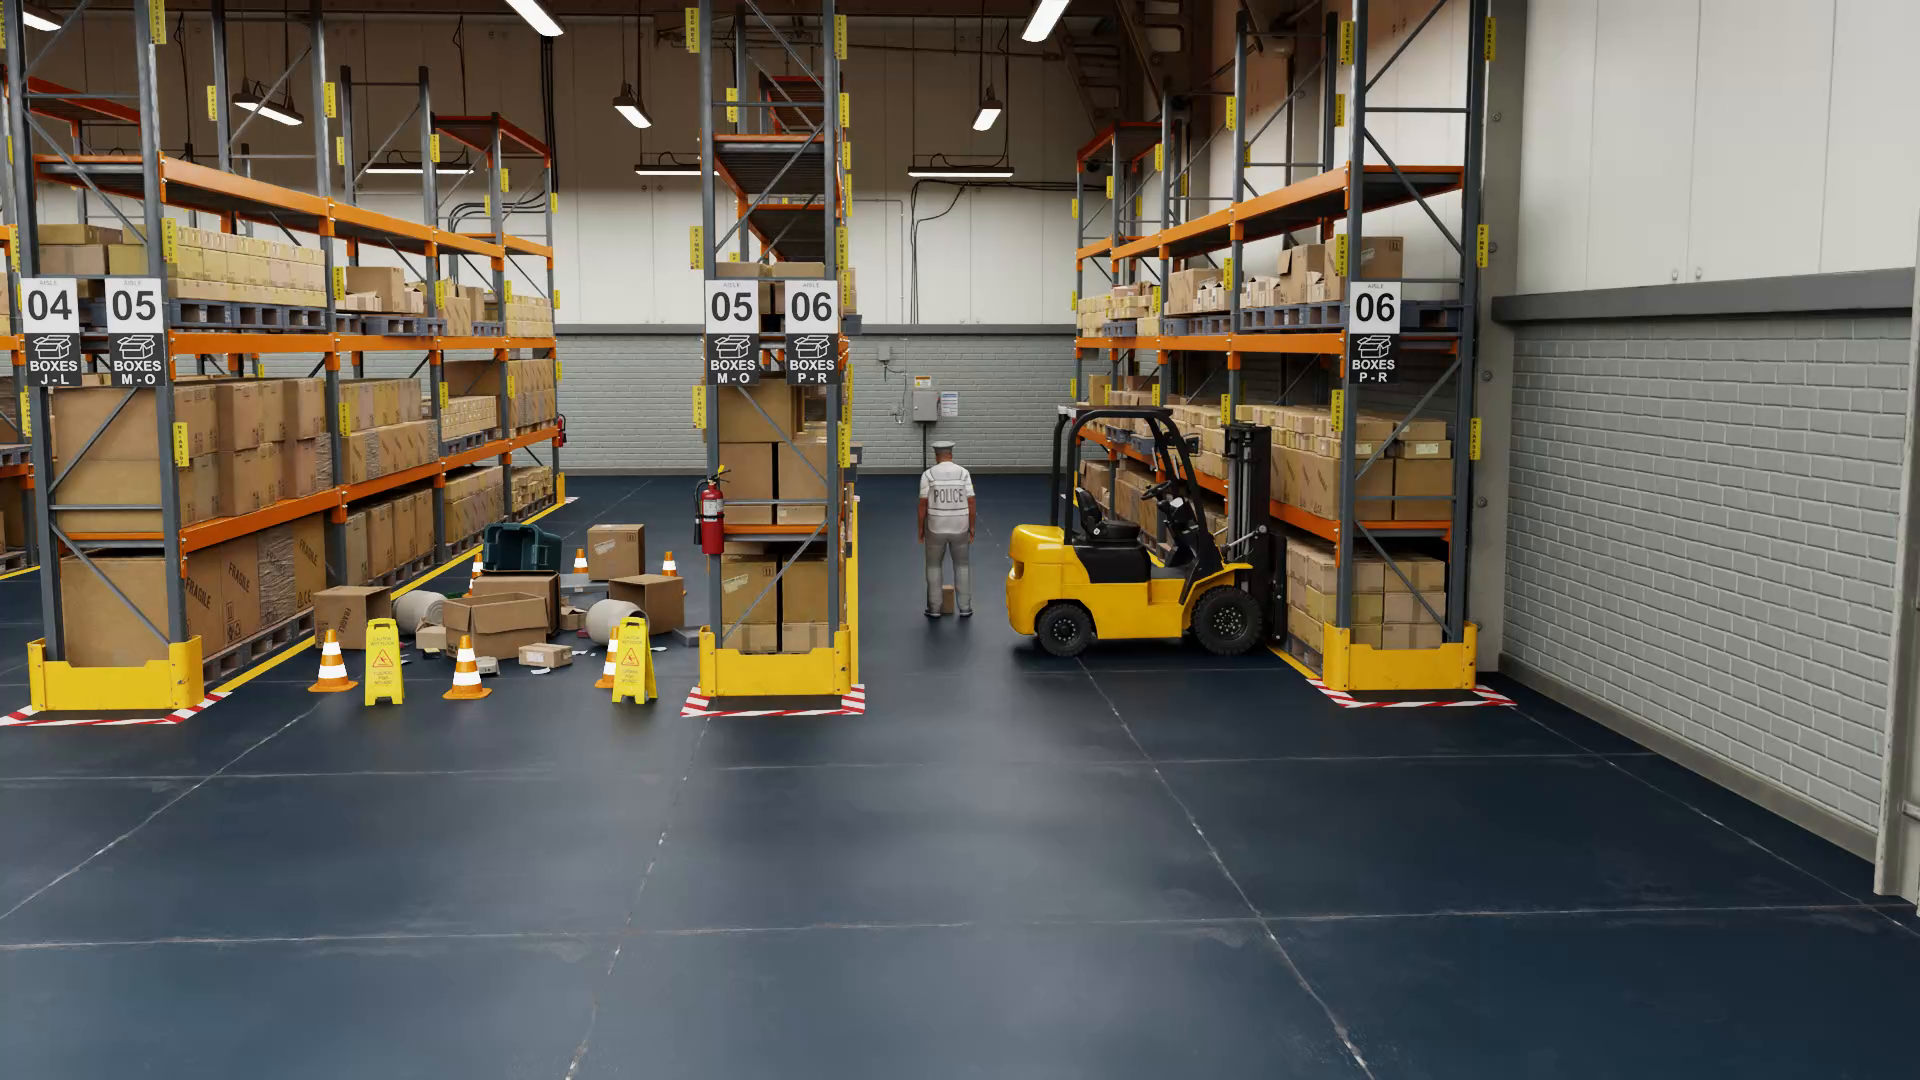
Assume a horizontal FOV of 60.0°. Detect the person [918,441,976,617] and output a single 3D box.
[{"bbox_3d":[-0.131,-0.107,16.607,0.584,1.747,0.438,-1,7,-9],"label":"person"}]
